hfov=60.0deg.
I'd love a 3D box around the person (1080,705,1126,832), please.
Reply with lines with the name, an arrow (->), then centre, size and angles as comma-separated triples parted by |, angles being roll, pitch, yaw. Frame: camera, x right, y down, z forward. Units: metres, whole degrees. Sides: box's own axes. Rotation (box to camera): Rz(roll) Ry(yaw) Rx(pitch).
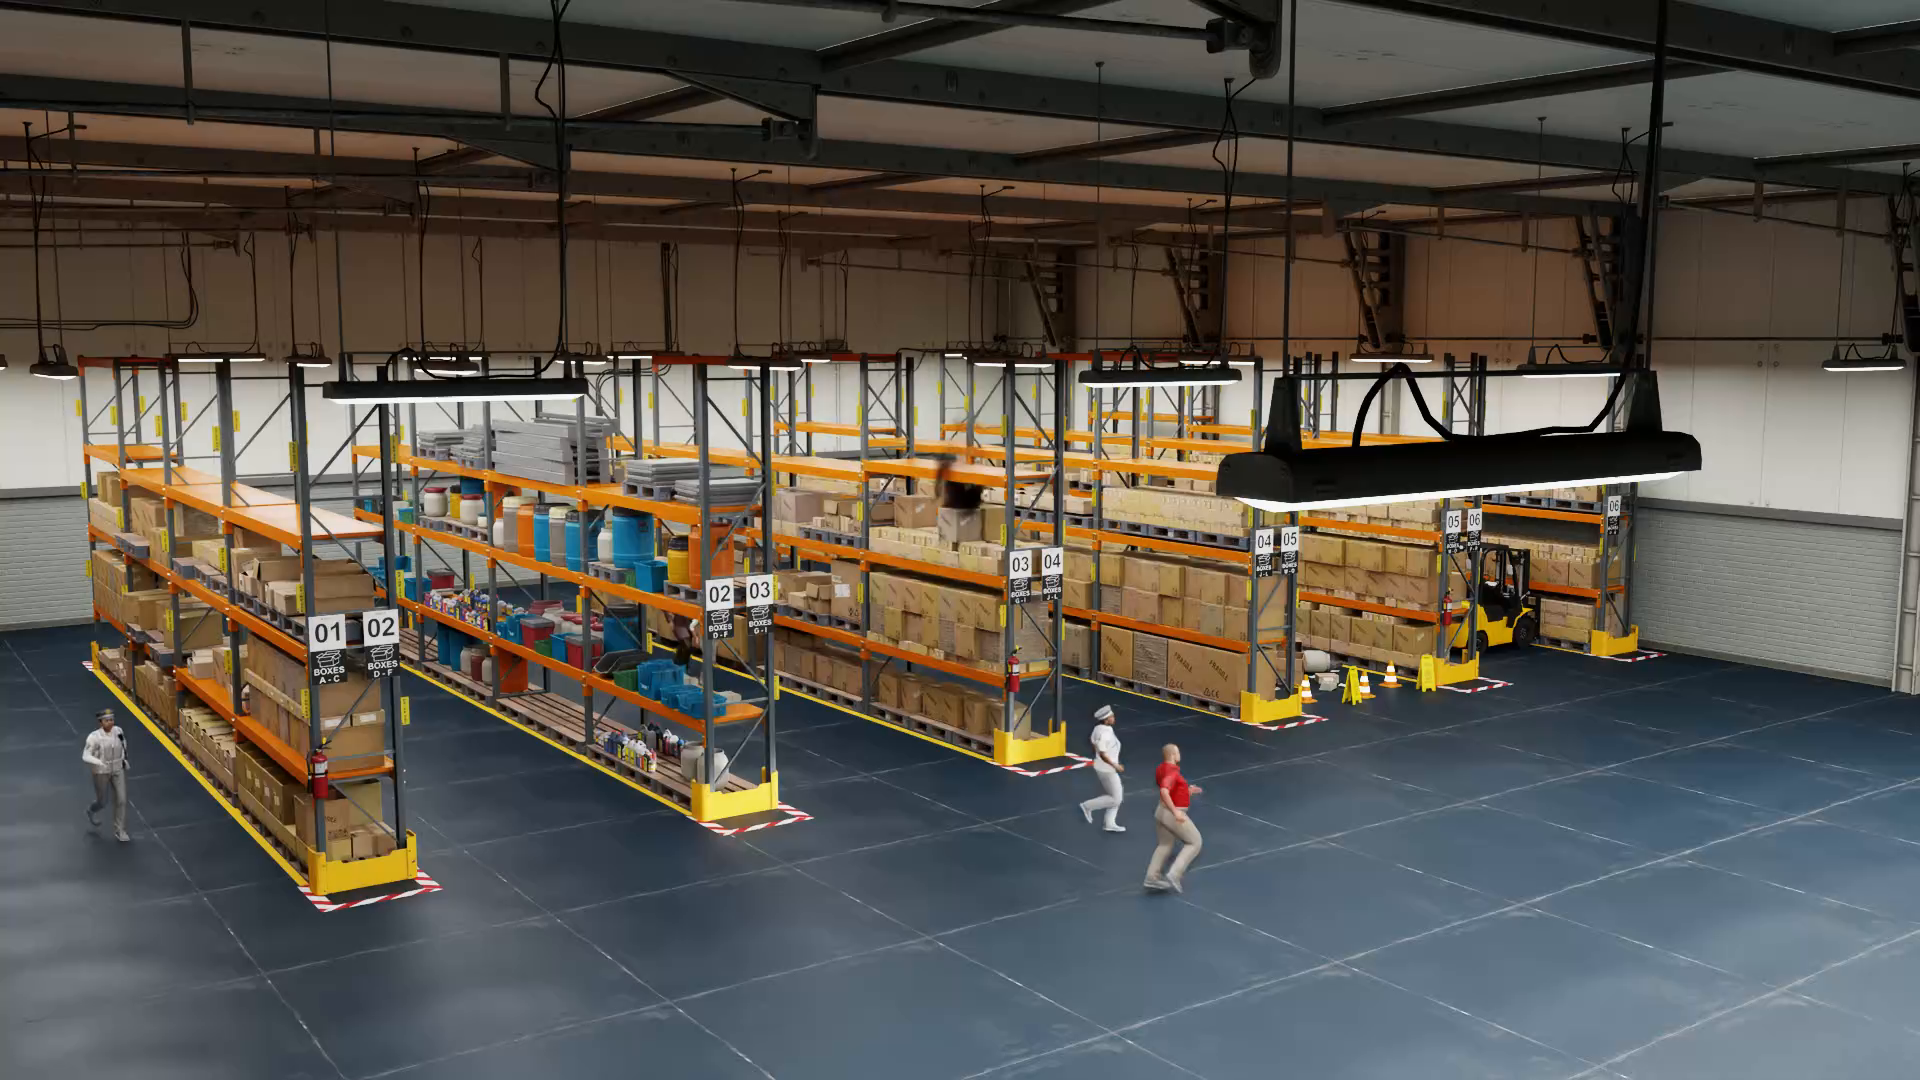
person -> 1.828, 2.936, 21.340 | 0.612, 1.665, 0.575 | -1, 7, -7

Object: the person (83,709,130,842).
person -> -10.841, 2.906, 21.127 | 0.892, 1.608, 0.600 | 6, 9, 41

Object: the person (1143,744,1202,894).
person -> 2.463, 3.222, 19.038 | 0.693, 1.666, 0.637 | -2, 7, -20

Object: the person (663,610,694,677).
person -> -5.172, 1.799, 31.139 | 0.909, 1.616, 0.613 | 6, 9, 40

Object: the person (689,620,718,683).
person -> -4.536, 1.903, 30.020 | 0.682, 1.617, 0.503 | 7, 10, 43
